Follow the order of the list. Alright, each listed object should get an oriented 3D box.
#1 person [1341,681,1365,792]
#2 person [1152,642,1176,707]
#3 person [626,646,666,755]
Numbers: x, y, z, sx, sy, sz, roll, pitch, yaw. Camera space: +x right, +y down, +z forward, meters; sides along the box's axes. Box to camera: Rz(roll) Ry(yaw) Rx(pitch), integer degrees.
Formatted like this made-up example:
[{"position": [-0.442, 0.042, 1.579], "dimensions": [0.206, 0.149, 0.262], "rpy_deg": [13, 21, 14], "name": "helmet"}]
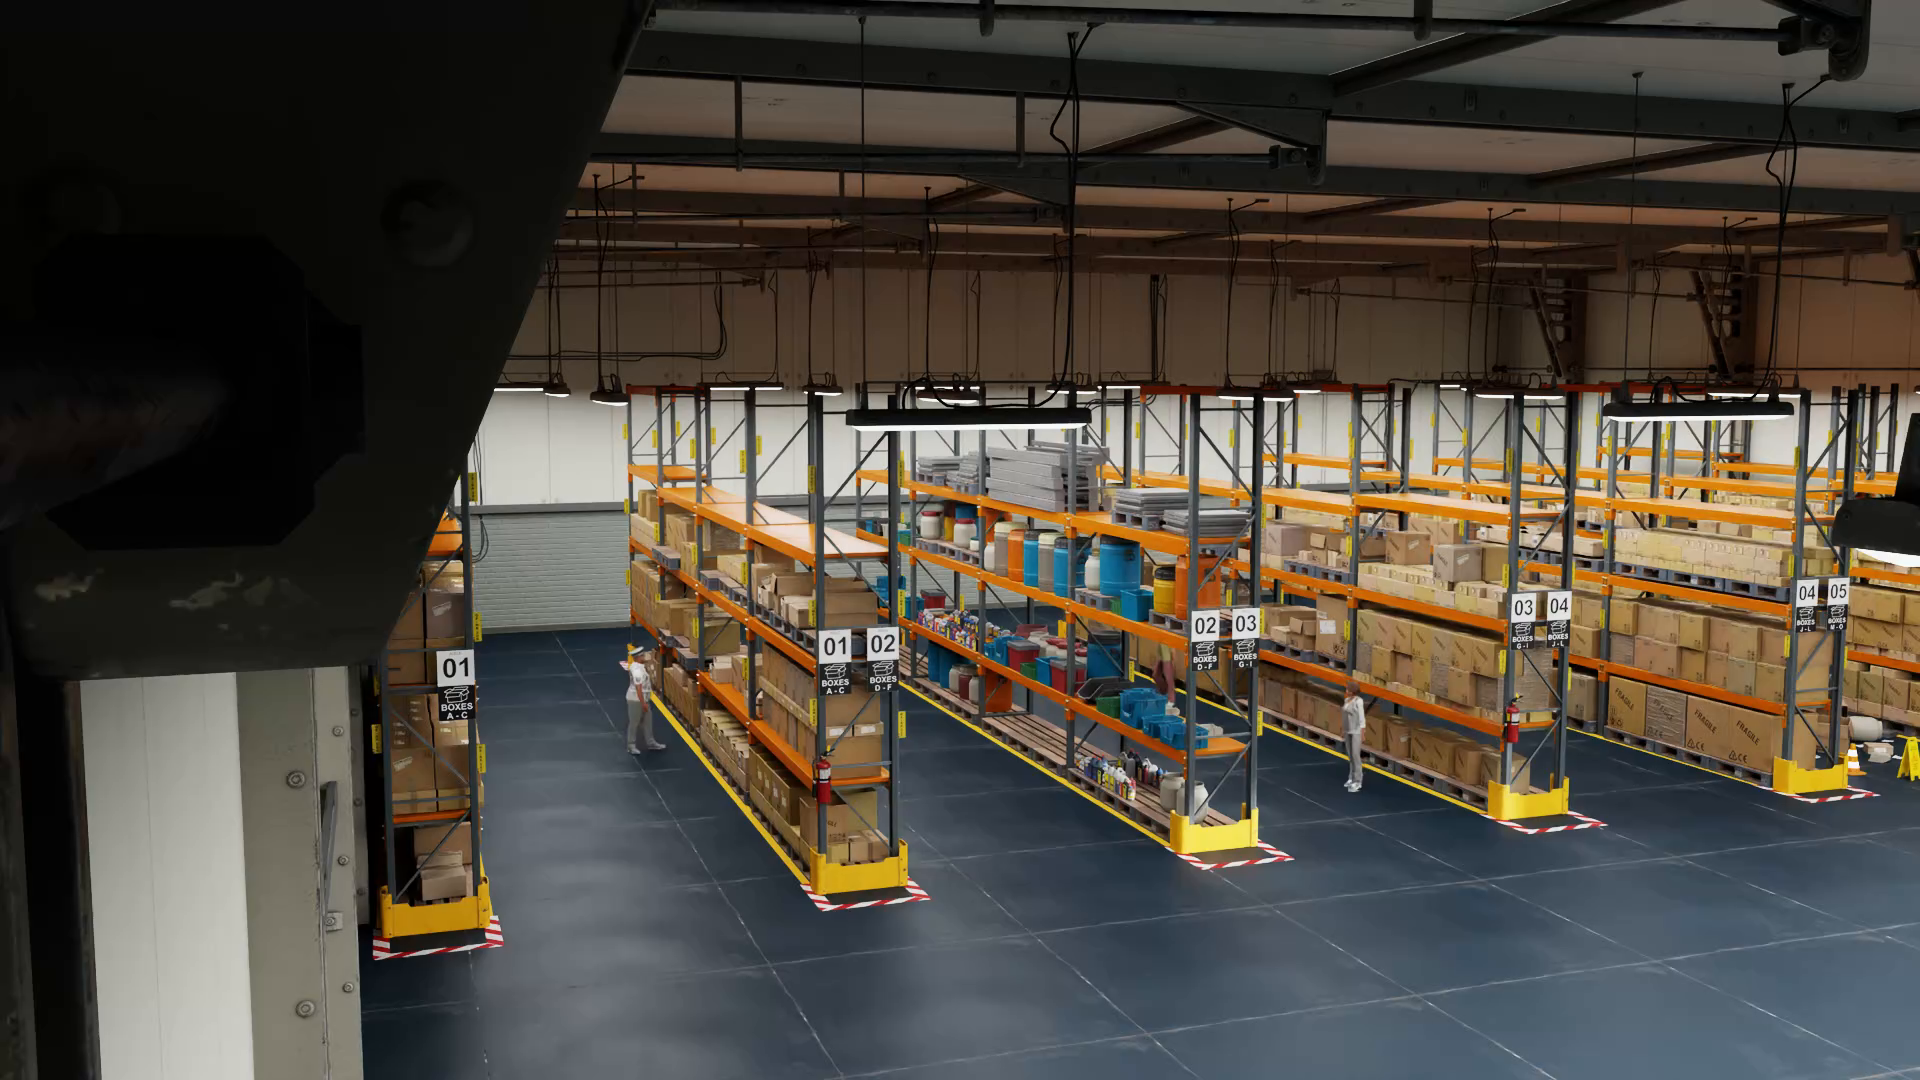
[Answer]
[{"position": [5.934, 2.947, 25.111], "dimensions": [0.377, 1.615, 0.532], "rpy_deg": [-2, 6, -17], "name": "person"}, {"position": [3.848, 2.255, 30.907], "dimensions": [0.386, 1.685, 0.538], "rpy_deg": [-2, 6, -22], "name": "person"}, {"position": [-5.207, 2.632, 27.409], "dimensions": [0.591, 1.764, 0.582], "rpy_deg": [1, 6, 5], "name": "person"}]
